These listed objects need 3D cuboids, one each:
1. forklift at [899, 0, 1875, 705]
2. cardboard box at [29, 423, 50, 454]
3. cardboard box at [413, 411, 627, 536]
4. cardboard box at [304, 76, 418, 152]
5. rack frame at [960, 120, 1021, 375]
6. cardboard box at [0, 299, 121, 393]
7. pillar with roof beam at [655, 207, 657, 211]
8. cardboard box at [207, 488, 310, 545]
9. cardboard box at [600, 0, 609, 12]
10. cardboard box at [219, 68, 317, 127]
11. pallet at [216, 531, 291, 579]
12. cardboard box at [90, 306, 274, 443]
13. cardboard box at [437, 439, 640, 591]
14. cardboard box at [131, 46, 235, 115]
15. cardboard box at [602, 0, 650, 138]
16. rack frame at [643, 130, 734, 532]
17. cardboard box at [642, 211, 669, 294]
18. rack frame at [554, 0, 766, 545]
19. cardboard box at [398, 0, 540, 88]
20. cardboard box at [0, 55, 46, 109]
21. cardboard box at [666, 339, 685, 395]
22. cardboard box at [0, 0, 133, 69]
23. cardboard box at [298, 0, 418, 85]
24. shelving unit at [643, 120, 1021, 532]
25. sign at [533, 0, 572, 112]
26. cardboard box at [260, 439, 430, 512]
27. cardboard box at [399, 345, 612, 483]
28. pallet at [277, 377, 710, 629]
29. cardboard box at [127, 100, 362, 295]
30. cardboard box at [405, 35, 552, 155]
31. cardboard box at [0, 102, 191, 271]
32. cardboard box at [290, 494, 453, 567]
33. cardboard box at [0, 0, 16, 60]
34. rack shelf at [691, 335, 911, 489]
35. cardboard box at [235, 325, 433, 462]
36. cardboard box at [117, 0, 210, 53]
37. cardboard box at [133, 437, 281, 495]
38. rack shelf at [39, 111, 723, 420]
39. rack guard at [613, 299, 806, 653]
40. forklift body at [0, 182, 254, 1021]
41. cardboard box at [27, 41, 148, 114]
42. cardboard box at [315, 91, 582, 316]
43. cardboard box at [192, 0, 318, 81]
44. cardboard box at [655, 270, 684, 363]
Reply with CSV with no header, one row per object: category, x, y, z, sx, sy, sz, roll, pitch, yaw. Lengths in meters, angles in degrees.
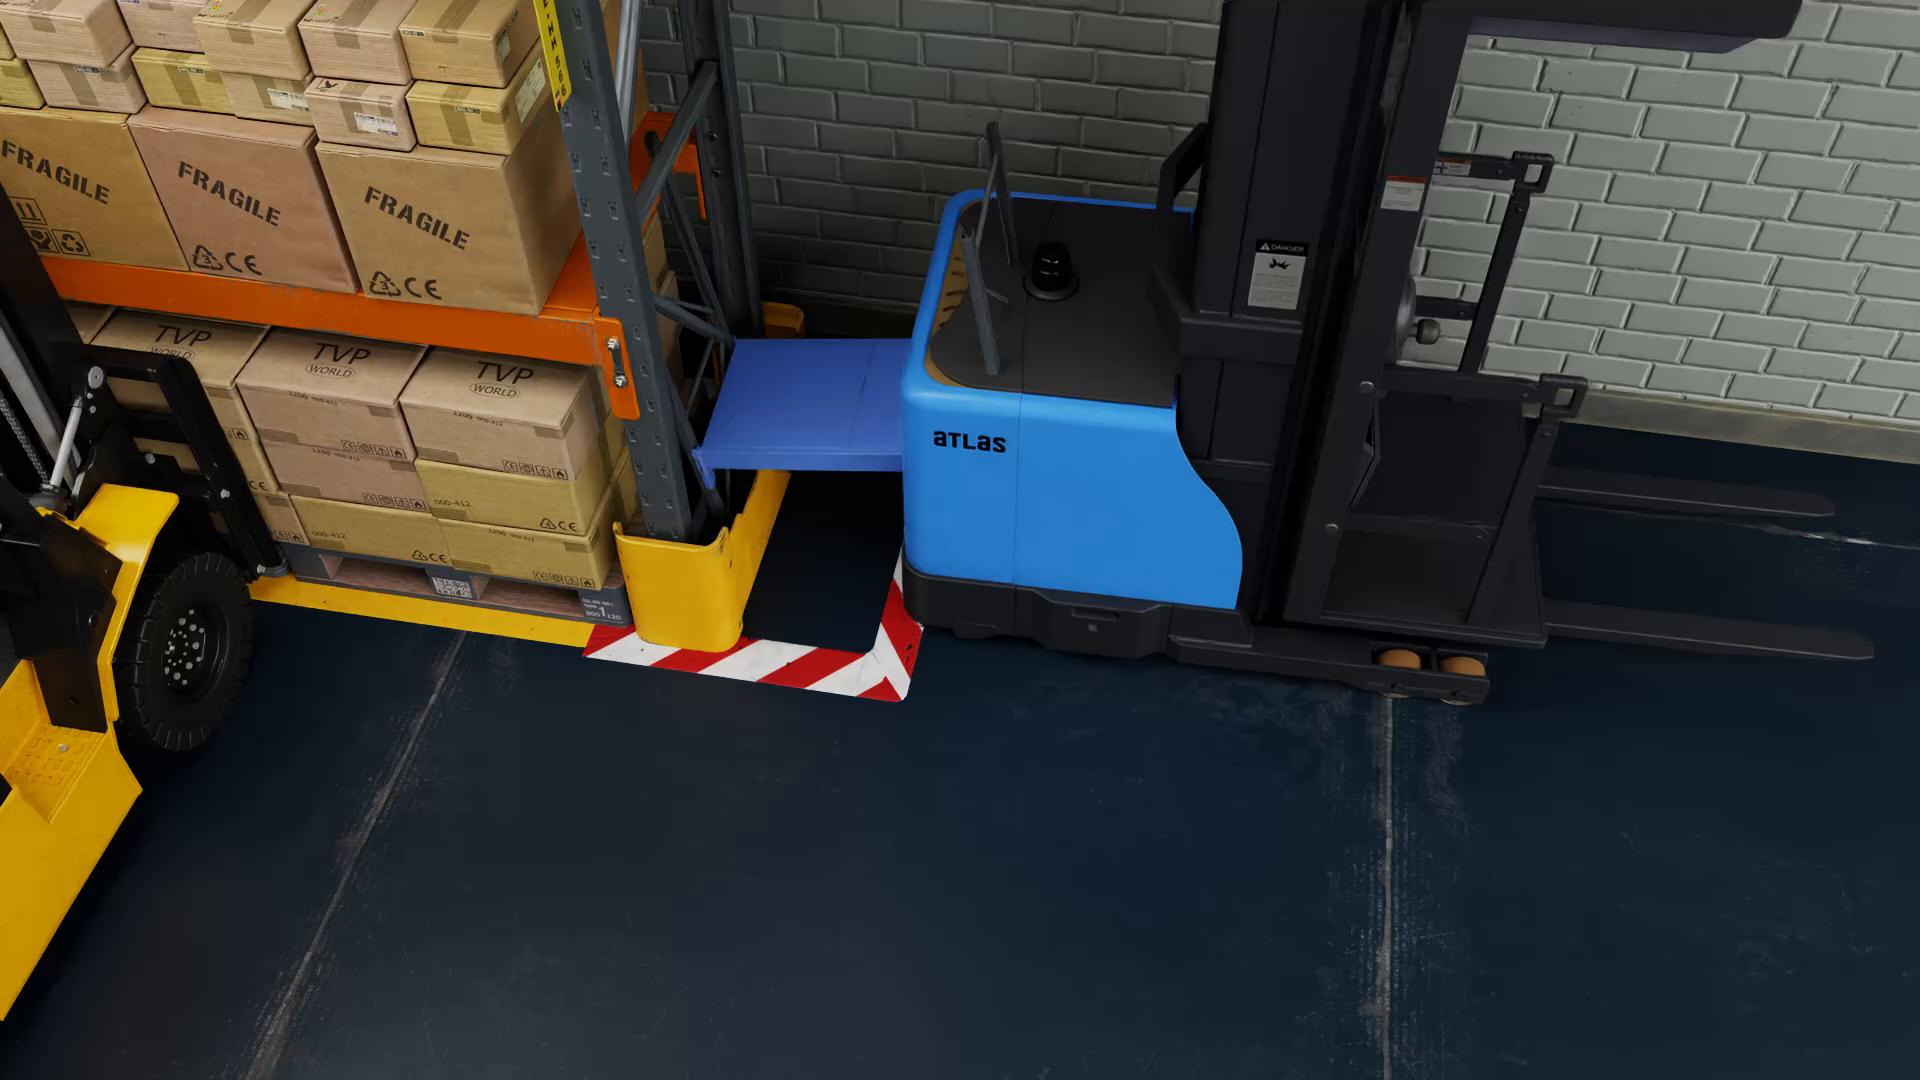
forklift,1.374,-0.882,4.572,3.031,2.935,1.130,6,48,6
cardboard box,-2.858,-0.501,5.414,0.500,0.250,0.500,8,48,7
cardboard box,-1.363,-0.305,5.238,0.500,0.250,0.500,7,48,6
cardboard box,-1.477,-1.184,4.294,0.250,0.149,0.380,8,49,7
rack frame,0.169,-0.508,5.058,0.032,1.500,0.500,1,52,13
cardboard box,-2.837,-0.664,5.224,0.500,0.250,0.500,7,48,6
pillar with roof beam,-2.119,-0.687,0.317,0.400,9.000,9.100,8,49,7
cardboard box,-2.326,-0.279,5.550,0.500,0.250,0.500,8,49,7
cardboard box,-1.116,-1.566,4.637,0.250,0.149,0.380,7,48,6
cardboard box,-1.721,-1.263,4.365,0.250,0.149,0.380,8,49,8
pallet,-2.786,-0.383,5.952,1.213,0.211,1.003,8,49,7
cardboard box,-2.339,-0.592,5.159,0.500,0.250,0.500,8,49,7
cardboard box,-1.347,-0.133,5.419,0.500,0.250,0.500,8,49,7
cardboard box,-1.963,-1.304,4.402,0.250,0.149,0.380,7,48,7
cardboard box,-1.267,-1.383,4.909,0.500,0.500,0.500,9,49,8
rack frame,-0.823,-0.534,5.279,0.032,1.500,0.500,1,52,13
cardboard box,-1.268,-0.839,5.381,0.500,0.250,0.500,7,48,6
rack frame,-0.829,-1.081,4.705,0.127,3.000,1.000,8,49,7
cardboard box,-1.219,-1.324,4.220,0.250,0.149,0.380,8,49,7
cardboard box,-2.486,-1.324,4.420,0.250,0.149,0.380,8,49,7
cardboard box,-1.277,-0.510,5.758,0.500,0.250,0.500,8,49,7
cardboard box,-2.237,-1.389,4.278,0.250,0.149,0.380,9,49,8
cardboard box,-1.467,-1.334,4.228,0.250,0.149,0.380,8,49,7
shelving unit,-0.327,-0.521,5.169,1.048,1.500,0.538,1,52,13
sign,-0.939,-1.152,3.831,0.005,0.325,0.100,8,49,7
cardboard box,-1.855,-0.379,5.304,0.500,0.250,0.500,7,48,6
cardboard box,-1.337,-0.469,5.049,0.500,0.250,0.500,9,49,8
pallet,-1.589,-0.220,5.805,1.213,0.211,1.003,8,49,7
cardboard box,-1.869,-1.063,4.621,0.500,0.500,0.500,9,49,8
cardboard box,-1.220,-1.172,4.283,0.250,0.149,0.380,8,49,7
cardboard box,-2.373,-1.130,4.682,0.500,0.500,0.500,7,48,6
cardboard box,-1.835,-0.206,5.485,0.500,0.250,0.500,8,49,7
cardboard box,-2.493,-1.419,4.305,0.250,0.149,0.380,9,49,8
rack shelf,-0.299,-0.409,5.306,1.000,0.185,0.538,1,52,13
cardboard box,-1.841,-0.532,5.106,0.500,0.250,0.500,8,49,8
cardboard box,-1.961,-1.436,4.320,0.250,0.149,0.380,8,49,7
cardboard box,-2.367,-0.432,5.352,0.500,0.250,0.500,7,48,6
rack shelf,-2.797,-1.105,5.210,4.000,0.370,1.077,8,49,7
rack guard,-0.805,-0.242,5.632,0.348,0.500,1.175,8,49,7
forklift body,-3.019,0.287,4.046,1.214,2.155,2.313,8,49,7
cardboard box,-2.234,-1.305,4.403,0.250,0.149,0.380,6,48,6
cardboard box,-1.360,-0.987,4.553,0.500,0.500,0.500,7,48,6
cardboard box,-1.729,-1.348,4.242,0.250,0.149,0.380,9,49,8
cardboard box,-1.255,-0.684,5.578,0.500,0.250,0.500,8,49,8
